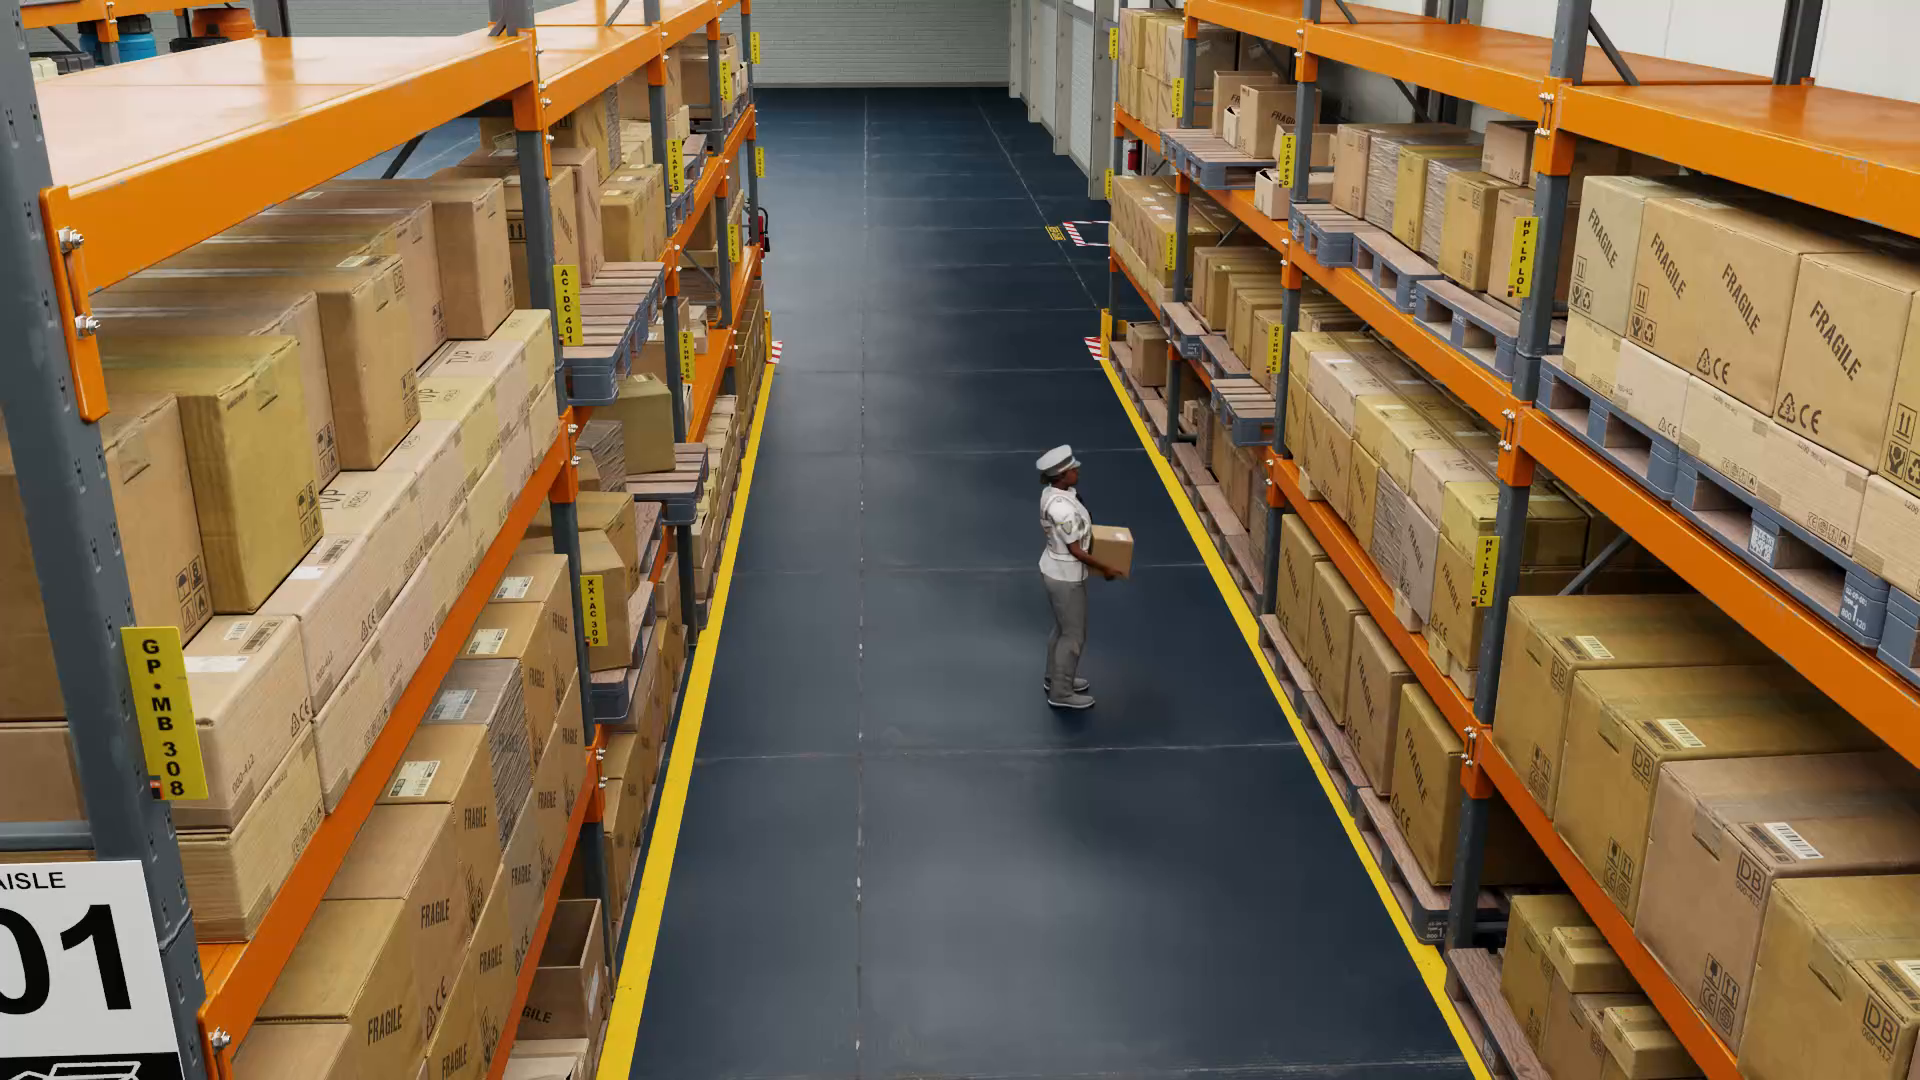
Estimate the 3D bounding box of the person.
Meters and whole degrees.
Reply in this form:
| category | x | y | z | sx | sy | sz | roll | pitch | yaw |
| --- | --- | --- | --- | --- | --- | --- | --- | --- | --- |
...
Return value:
| category | x | y | z | sx | sy | sz | roll | pitch | yaw |
| --- | --- | --- | --- | --- | --- | --- | --- | --- | --- |
| person | 0.740 | 0.220 | 10.451 | 0.540 | 1.688 | 0.450 | -1 | 21 | -2 |
